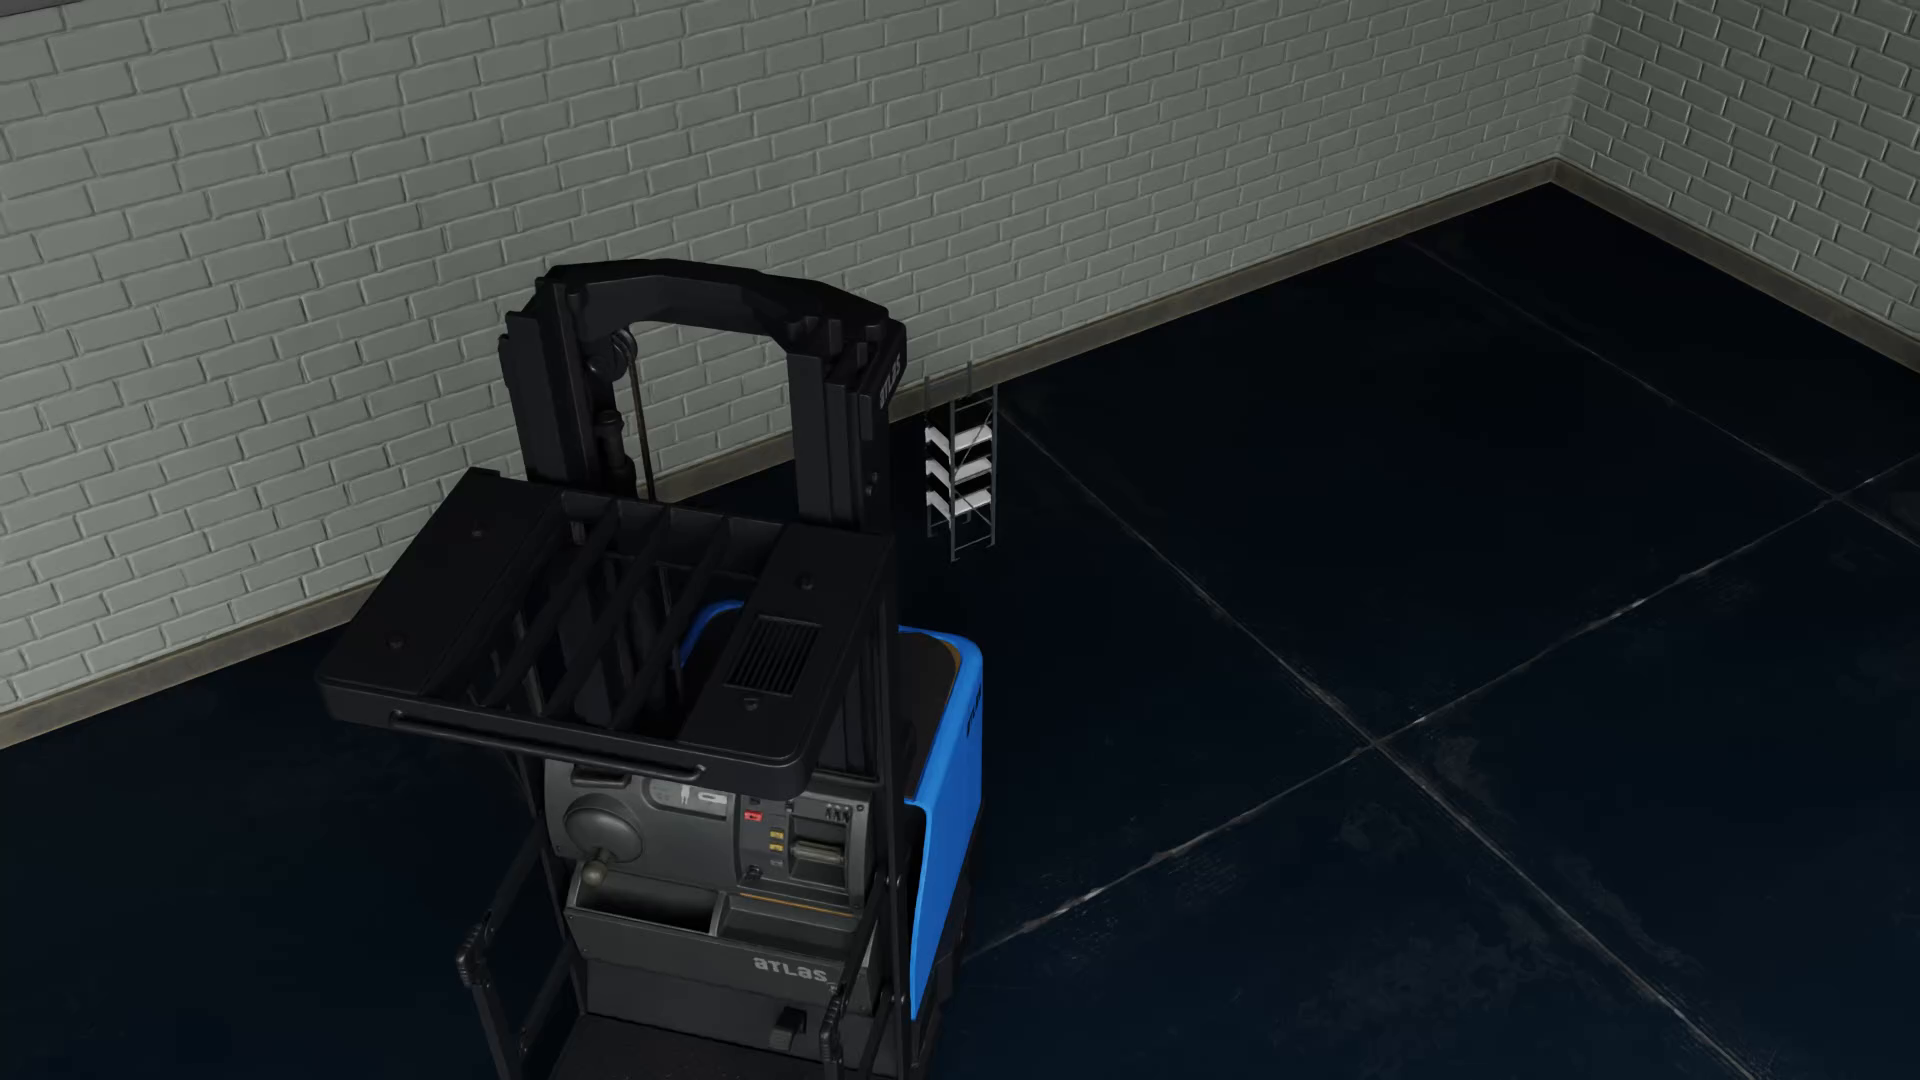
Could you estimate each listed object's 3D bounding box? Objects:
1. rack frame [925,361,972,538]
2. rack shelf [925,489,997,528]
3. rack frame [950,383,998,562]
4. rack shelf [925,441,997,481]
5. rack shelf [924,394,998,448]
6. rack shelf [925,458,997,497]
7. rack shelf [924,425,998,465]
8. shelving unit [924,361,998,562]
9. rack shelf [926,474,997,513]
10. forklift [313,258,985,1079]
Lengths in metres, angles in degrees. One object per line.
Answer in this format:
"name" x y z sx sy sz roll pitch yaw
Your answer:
"rack frame" -0.050 -0.396 7.523 0.240 0.900 0.006 -22 45 -24
"rack shelf" 0.004 -0.177 7.593 0.258 0.077 0.200 -22 45 -24
"rack frame" 0.059 -0.286 7.391 0.240 0.900 0.006 -22 45 -24
"rack shelf" 0.004 -0.385 7.420 0.258 0.077 0.200 -22 45 -24
"rack shelf" 0.004 -0.523 7.305 0.258 0.077 0.200 -22 45 -24
"rack shelf" 0.004 -0.316 7.478 0.258 0.077 0.200 -22 45 -24
"rack shelf" 0.004 -0.454 7.363 0.258 0.077 0.200 -22 45 -24
"shelving unit" 0.004 -0.341 7.457 0.258 0.900 0.210 -22 45 -24
"rack shelf" 0.004 -0.247 7.536 0.258 0.077 0.200 -22 45 -24
"forklift" -0.748 0.878 4.407 1.130 2.935 3.031 9 41 10
